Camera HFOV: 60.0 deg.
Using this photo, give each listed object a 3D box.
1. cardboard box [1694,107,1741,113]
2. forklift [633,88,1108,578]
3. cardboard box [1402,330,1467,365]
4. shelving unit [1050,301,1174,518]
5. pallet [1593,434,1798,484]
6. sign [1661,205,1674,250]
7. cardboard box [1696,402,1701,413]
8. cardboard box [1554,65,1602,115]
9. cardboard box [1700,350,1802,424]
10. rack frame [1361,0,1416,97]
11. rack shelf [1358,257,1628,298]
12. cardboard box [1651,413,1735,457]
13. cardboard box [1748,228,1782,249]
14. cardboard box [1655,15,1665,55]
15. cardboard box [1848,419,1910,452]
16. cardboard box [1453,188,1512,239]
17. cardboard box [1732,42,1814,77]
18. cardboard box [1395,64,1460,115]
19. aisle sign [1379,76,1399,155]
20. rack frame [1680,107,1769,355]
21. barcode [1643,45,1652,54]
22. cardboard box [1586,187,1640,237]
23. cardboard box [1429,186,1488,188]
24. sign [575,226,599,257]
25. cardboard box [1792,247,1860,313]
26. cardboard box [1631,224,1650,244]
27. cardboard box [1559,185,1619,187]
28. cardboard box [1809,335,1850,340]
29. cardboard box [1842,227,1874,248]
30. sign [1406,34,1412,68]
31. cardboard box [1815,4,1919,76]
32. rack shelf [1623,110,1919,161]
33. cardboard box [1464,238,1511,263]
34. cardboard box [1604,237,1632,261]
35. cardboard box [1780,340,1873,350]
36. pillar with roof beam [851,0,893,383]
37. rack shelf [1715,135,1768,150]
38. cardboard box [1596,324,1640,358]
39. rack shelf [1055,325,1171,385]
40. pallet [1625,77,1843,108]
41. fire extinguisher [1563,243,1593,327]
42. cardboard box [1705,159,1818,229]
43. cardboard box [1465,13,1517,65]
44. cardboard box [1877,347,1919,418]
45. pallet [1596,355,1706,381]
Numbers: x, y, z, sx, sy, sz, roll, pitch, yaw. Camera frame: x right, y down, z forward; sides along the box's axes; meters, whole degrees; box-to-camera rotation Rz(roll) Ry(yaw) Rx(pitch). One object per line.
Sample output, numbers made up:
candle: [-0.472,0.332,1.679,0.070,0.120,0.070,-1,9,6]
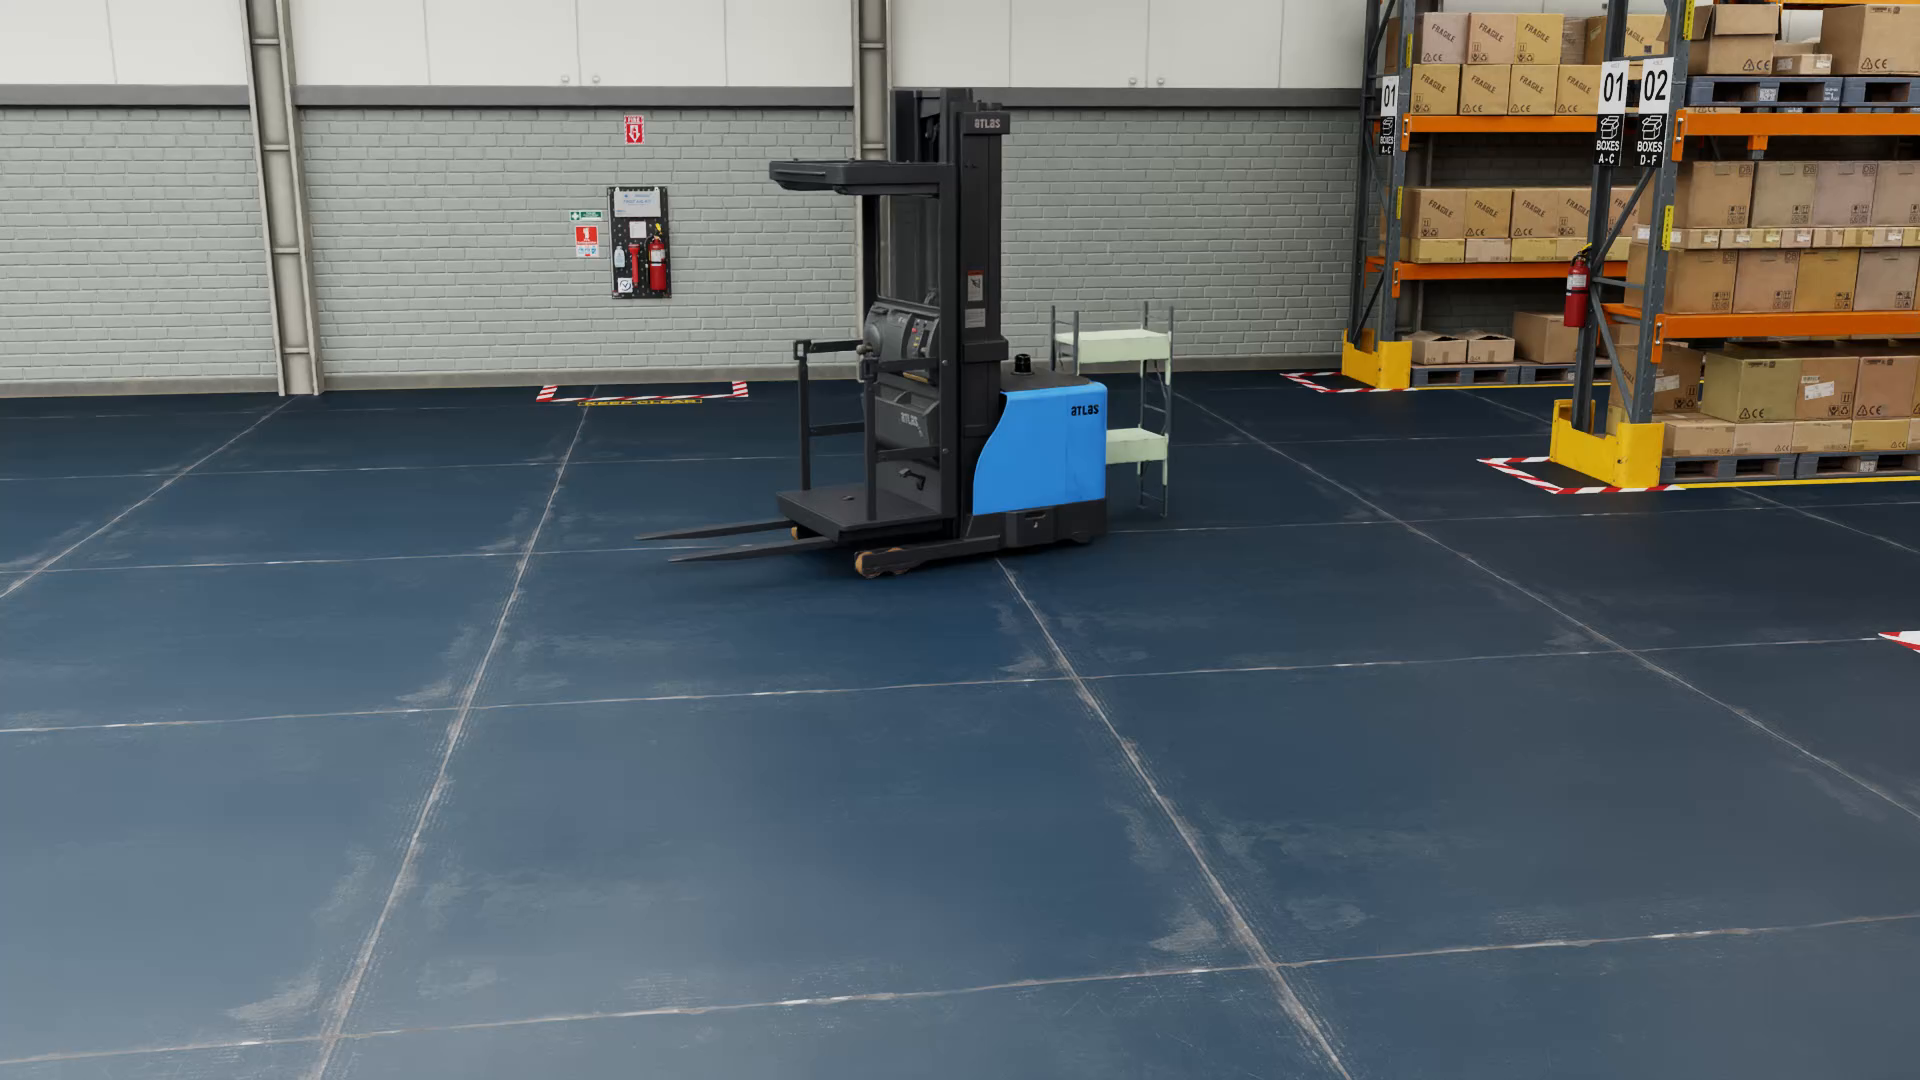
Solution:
cardboard box: [7.938,-4.770,17.661,0.500,0.500,0.500,-2,14,-7]
forklift: [-0.556,-1.332,10.507,3.031,2.935,1.130,-8,16,-28]
cardboard box: [5.145,-2.102,18.060,0.500,0.311,0.500,-4,15,-15]
shelving unit: [1.055,-0.900,11.726,0.755,1.500,0.431,-6,15,-22]
pallet: [5.939,-0.683,13.512,1.213,0.211,1.003,-2,14,-8]
sign: [5.266,-2.323,12.374,0.005,0.325,0.100,-2,14,-8]
cardboard box: [6.168,-0.979,13.750,0.500,0.250,0.500,-2,14,-8]
cardboard box: [6.392,-4.710,17.422,0.500,0.500,0.500,-1,14,-5]
cardboard box: [6.247,-1.216,13.153,0.500,0.500,0.500,-2,14,-8]
rack frame: [4.448,-6.099,17.043,0.127,3.000,1.000,-2,14,-8]
rack shelf: [6.425,-2.913,18.149,4.000,0.370,1.077,-2,14,-8]
cardboard box: [5.753,-0.834,13.170,0.500,0.250,0.500,-2,14,-8]
cardboard box: [6.117,-2.342,12.857,0.250,0.149,0.380,-2,14,-8]
cardboard box: [7.405,-5.227,17.428,0.500,0.500,0.500,-1,14,-5]
cardboard box: [7.236,-0.888,13.385,0.500,0.250,0.500,-2,14,-8]
cardboard box: [5.455,-3.451,17.540,0.500,0.500,0.500,-2,14,-8]
cardboard box: [6.289,-3.757,13.027,0.500,0.250,0.500,-2,14,-8]
cardboard box: [4.816,-4.655,17.202,0.500,0.500,0.500,-2,14,-7]
aisle sign: [4.421,-4.376,17.159,0.004,0.787,0.394,-2,14,-8]
rack frame: [8.403,-3.334,18.351,0.127,3.000,1.000,-2,14,-8]
barcode: [5.416,-3.861,13.093,0.075,0.075,0.001,-2,14,-8]
cardboard box: [6.989,-3.508,17.771,0.500,0.500,0.500,-3,14,-10]
cardboard box: [5.381,-3.574,18.033,0.500,0.500,0.500,-2,14,-8]
sign: [-3.933,-3.147,17.531,0.234,0.329,0.001,-2,14,-8]
cardboard box: [6.663,-2.097,13.212,0.500,0.500,0.700,-2,14,-8]
cardboard box: [5.539,-2.421,13.169,0.250,0.149,0.380,-2,14,-9]
cardboard box: [6.902,-3.634,18.270,0.500,0.500,0.500,-2,14,-7]
cardboard box: [9.632,-2.397,18.847,0.500,0.500,0.700,-2,14,-9]
cardboard box: [6.883,-2.371,12.969,0.250,0.149,0.380,-2,14,-9]
sign: [4.529,-4.938,16.781,0.005,0.325,0.100,-2,14,-8]
cardboard box: [6.872,-3.767,12.555,0.500,0.500,0.500,-2,14,-8]
rack shelf: [7.167,-3.176,13.034,4.000,0.370,1.077,-2,14,-8]
cardboard box: [5.489,-3.090,17.643,0.500,0.250,0.500,-3,14,-10]
cardboard box: [6.991,-3.143,17.856,0.500,0.250,0.500,-2,14,-9]
cardboard box: [7.157,-1.380,13.807,0.500,0.500,0.500,-2,14,-8]
pillar with roof beam: [-0.281,-5.080,12.978,0.400,9.000,9.100,-2,14,-8]
rack shelf: [10.381,-4.513,18.363,4.000,0.370,1.077,-2,14,-8]
cardboard box: [7.383,-2.288,18.413,0.500,0.500,0.500,-3,14,-13]
rack shelf: [1.055,-1.278,11.631,0.720,0.370,0.431,-6,15,-22]
pallet: [5.892,-3.429,12.745,1.213,0.211,1.003,-2,14,-8]
fire extinguisher: [5.003,-2.068,13.460,0.183,0.674,0.296,-2,14,-8]
cardboard box: [6.225,-2.712,12.996,0.500,0.500,0.700,-2,14,-10]
cardboard box: [5.368,-5.149,17.119,0.500,0.500,0.500,-2,14,-9]
cardboard box: [7.729,-1.273,13.379,0.500,0.500,0.500,-2,14,-8]
pallet: [7.744,-1.949,18.559,1.213,0.211,1.003,-2,14,-8]
